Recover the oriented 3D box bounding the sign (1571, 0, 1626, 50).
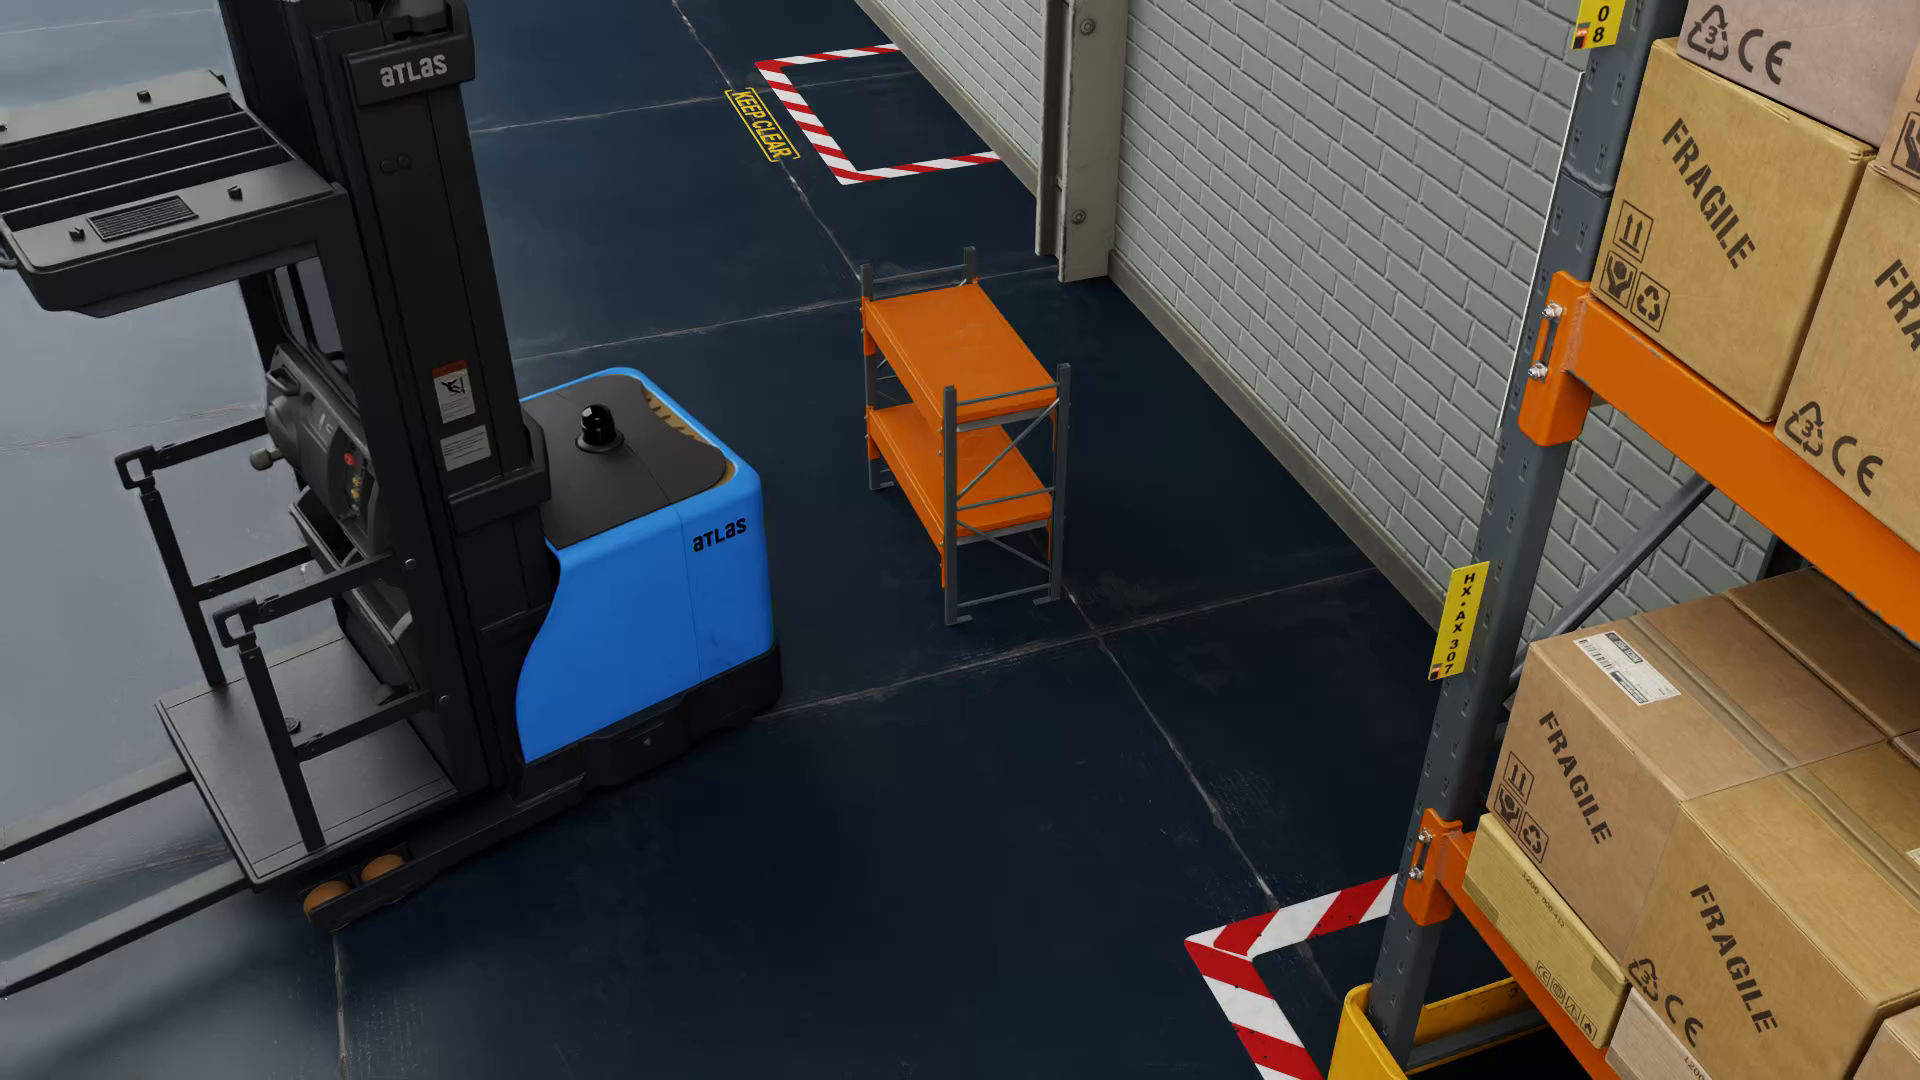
[{"bbox_3d":[1.138,-1.015,2.884,0.100,0.325,0.005,-12,39,-16],"label":"sign"}]

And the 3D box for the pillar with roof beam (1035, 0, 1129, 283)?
[{"bbox_3d":[-3.406,-4.258,5.423,9.100,9.000,0.400,-12,39,-16],"label":"pillar with roof beam"}]

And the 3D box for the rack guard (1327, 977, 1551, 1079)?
[{"bbox_3d":[1.674,1.462,4.894,1.175,0.500,0.348,-12,39,-16],"label":"rack guard"}]

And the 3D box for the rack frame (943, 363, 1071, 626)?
[{"bbox_3d":[0.177,-0.158,6.525,0.500,1.125,0.032,-12,39,-16],"label":"rack frame"}]

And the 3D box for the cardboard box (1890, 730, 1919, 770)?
[{"bbox_3d":[2.173,0.681,3.337,0.500,0.500,0.500,-12,39,-15],"label":"cardboard box"}]

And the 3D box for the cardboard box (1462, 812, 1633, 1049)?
[{"bbox_3d":[1.517,0.814,3.785,0.500,0.250,0.500,-14,39,-17],"label":"cardboard box"}]

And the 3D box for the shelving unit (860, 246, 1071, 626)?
[{"bbox_3d":[0.002,-0.445,6.906,0.538,1.125,1.048,-12,39,-16],"label":"shelving unit"}]

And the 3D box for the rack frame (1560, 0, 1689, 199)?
[{"bbox_3d":[1.647,-1.976,2.394,1.000,3.000,0.127,-12,39,-16],"label":"rack frame"}]

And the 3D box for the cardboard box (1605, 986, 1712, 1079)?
[{"bbox_3d":[1.709,1.104,3.399,0.500,0.250,0.500,-14,39,-17],"label":"cardboard box"}]

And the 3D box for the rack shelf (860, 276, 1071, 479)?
[{"bbox_3d":[0.002,-0.679,6.730,0.538,0.278,1.000,-12,39,-16],"label":"rack shelf"}]

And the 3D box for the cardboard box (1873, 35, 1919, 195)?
[{"bbox_3d":[1.677,-0.663,2.214,0.500,0.500,0.500,-13,39,-16],"label":"cardboard box"}]

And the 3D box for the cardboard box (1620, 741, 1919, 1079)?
[{"bbox_3d":[1.690,0.786,3.198,0.500,0.500,0.500,-12,39,-16],"label":"cardboard box"}]

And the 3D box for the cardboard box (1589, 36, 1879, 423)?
[{"bbox_3d":[1.528,-0.585,2.941,0.500,0.500,0.500,-11,38,-15],"label":"cardboard box"}]

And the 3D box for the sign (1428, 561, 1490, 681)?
[{"bbox_3d":[1.138,0.187,3.789,0.100,0.325,0.005,-12,39,-16],"label":"sign"}]

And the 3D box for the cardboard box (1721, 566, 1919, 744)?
[{"bbox_3d":[2.009,0.395,3.717,0.500,0.500,0.500,-13,39,-16],"label":"cardboard box"}]

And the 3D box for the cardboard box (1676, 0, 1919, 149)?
[{"bbox_3d":[1.552,-0.957,2.604,0.500,0.500,0.500,-15,40,-19],"label":"cardboard box"}]

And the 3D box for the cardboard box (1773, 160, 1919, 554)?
[{"bbox_3d":[1.679,-0.274,2.528,0.500,0.500,0.500,-10,38,-13],"label":"cardboard box"}]

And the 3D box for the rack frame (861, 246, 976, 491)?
[{"bbox_3d":[-0.173,-0.733,7.288,0.500,1.125,0.032,-12,39,-16],"label":"rack frame"}]

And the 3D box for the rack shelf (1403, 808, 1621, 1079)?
[{"bbox_3d":[2.336,1.837,2.915,1.077,0.370,4.000,-12,39,-16],"label":"rack shelf"}]

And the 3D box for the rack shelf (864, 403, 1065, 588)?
[{"bbox_3d":[0.002,-0.250,7.054,0.538,0.278,1.000,-12,39,-16],"label":"rack shelf"}]

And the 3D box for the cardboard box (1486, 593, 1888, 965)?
[{"bbox_3d":[1.530,0.505,3.572,0.500,0.500,0.500,-12,39,-16],"label":"cardboard box"}]

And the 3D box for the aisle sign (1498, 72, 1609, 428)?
[{"bbox_3d":[1.341,-0.597,3.388,0.394,0.787,0.004,-12,39,-16],"label":"aisle sign"}]

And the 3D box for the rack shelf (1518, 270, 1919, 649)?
[{"bbox_3d":[2.336,0.639,2.013,1.077,0.370,4.000,-12,39,-16],"label":"rack shelf"}]

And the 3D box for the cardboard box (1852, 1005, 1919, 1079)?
[{"bbox_3d":[1.862,1.079,2.809,0.500,0.500,0.500,-14,39,-17],"label":"cardboard box"}]

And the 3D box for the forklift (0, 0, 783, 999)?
[{"bbox_3d":[-2.161,-0.233,5.123,3.031,2.935,1.130,-25,43,-29],"label":"forklift"}]

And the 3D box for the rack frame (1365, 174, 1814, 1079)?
[{"bbox_3d":[1.647,0.420,4.199,1.000,3.000,0.127,-12,39,-16],"label":"rack frame"}]
